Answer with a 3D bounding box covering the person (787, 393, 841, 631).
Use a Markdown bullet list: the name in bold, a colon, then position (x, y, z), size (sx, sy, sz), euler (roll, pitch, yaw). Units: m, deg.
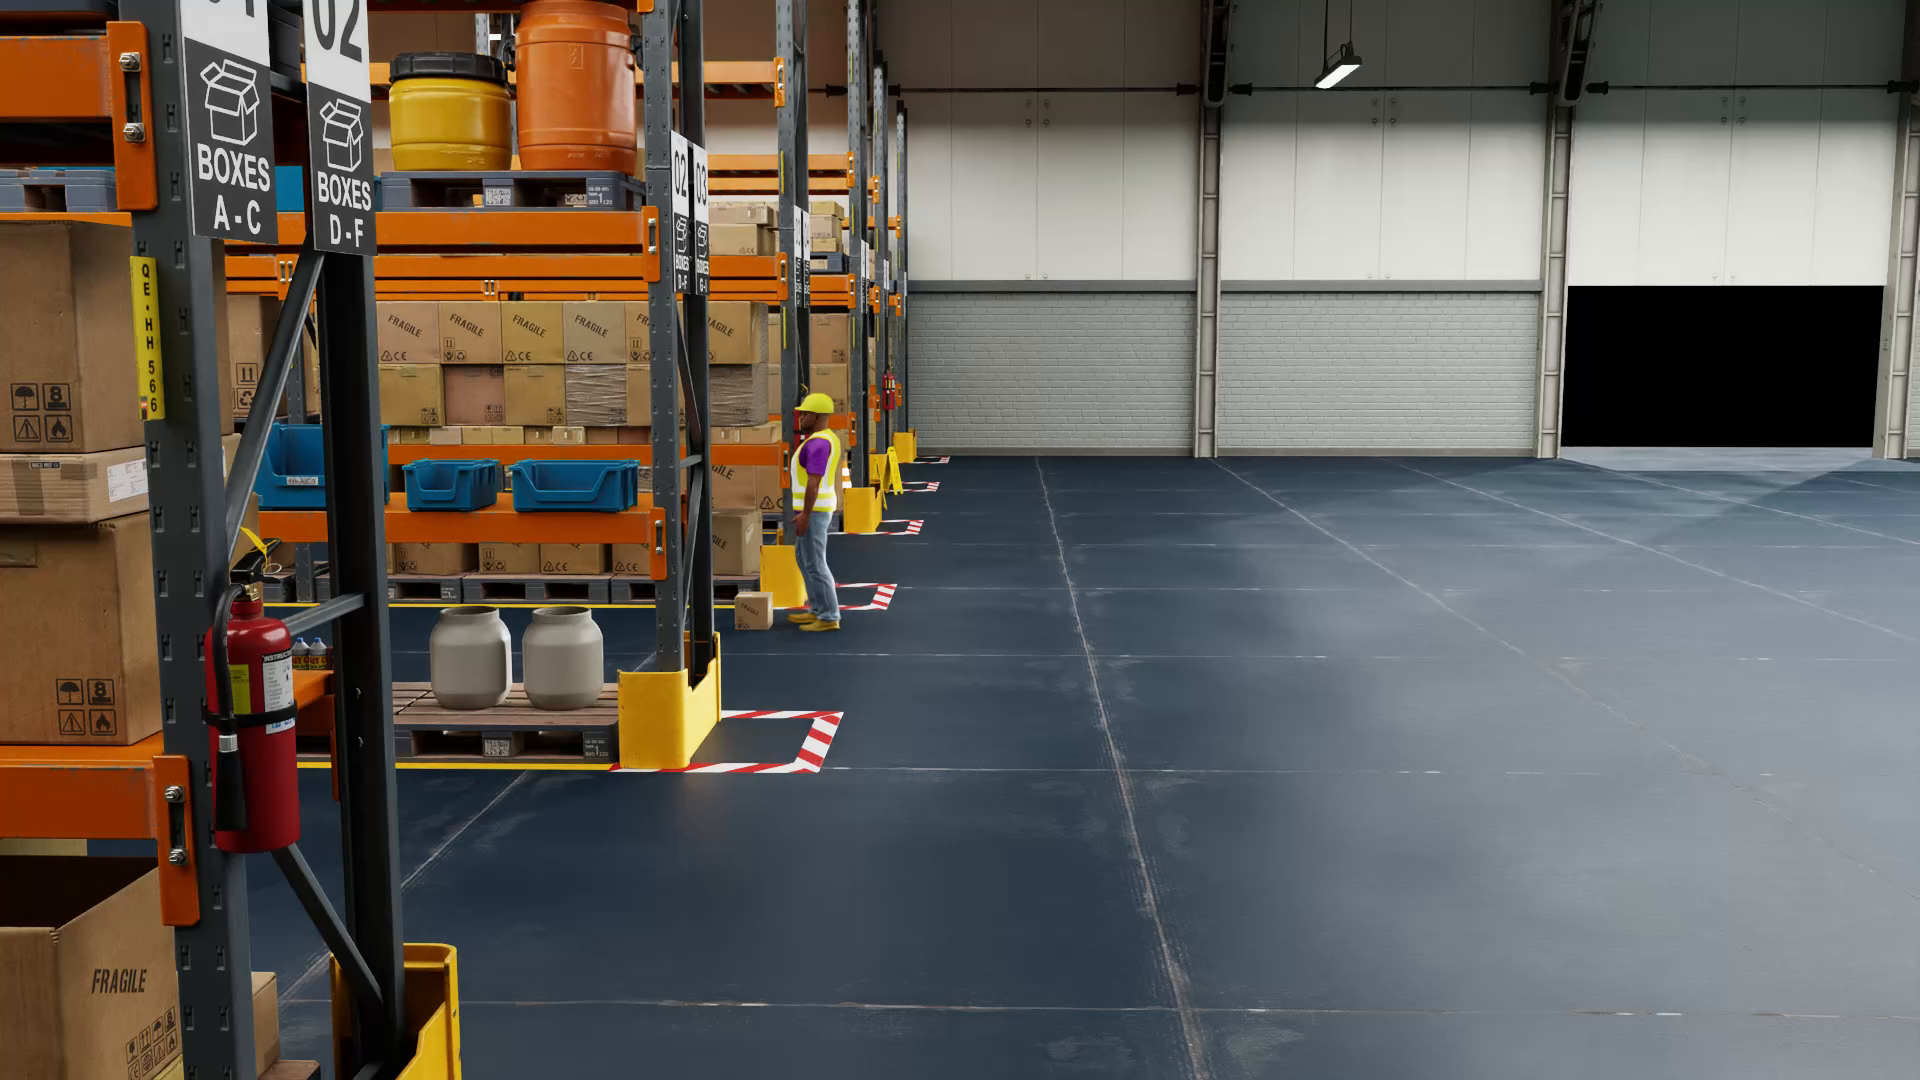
- **person**: position (-1.104, -0.206, 12.401), size (0.437, 1.770, 0.564), euler (0, 7, 3)
